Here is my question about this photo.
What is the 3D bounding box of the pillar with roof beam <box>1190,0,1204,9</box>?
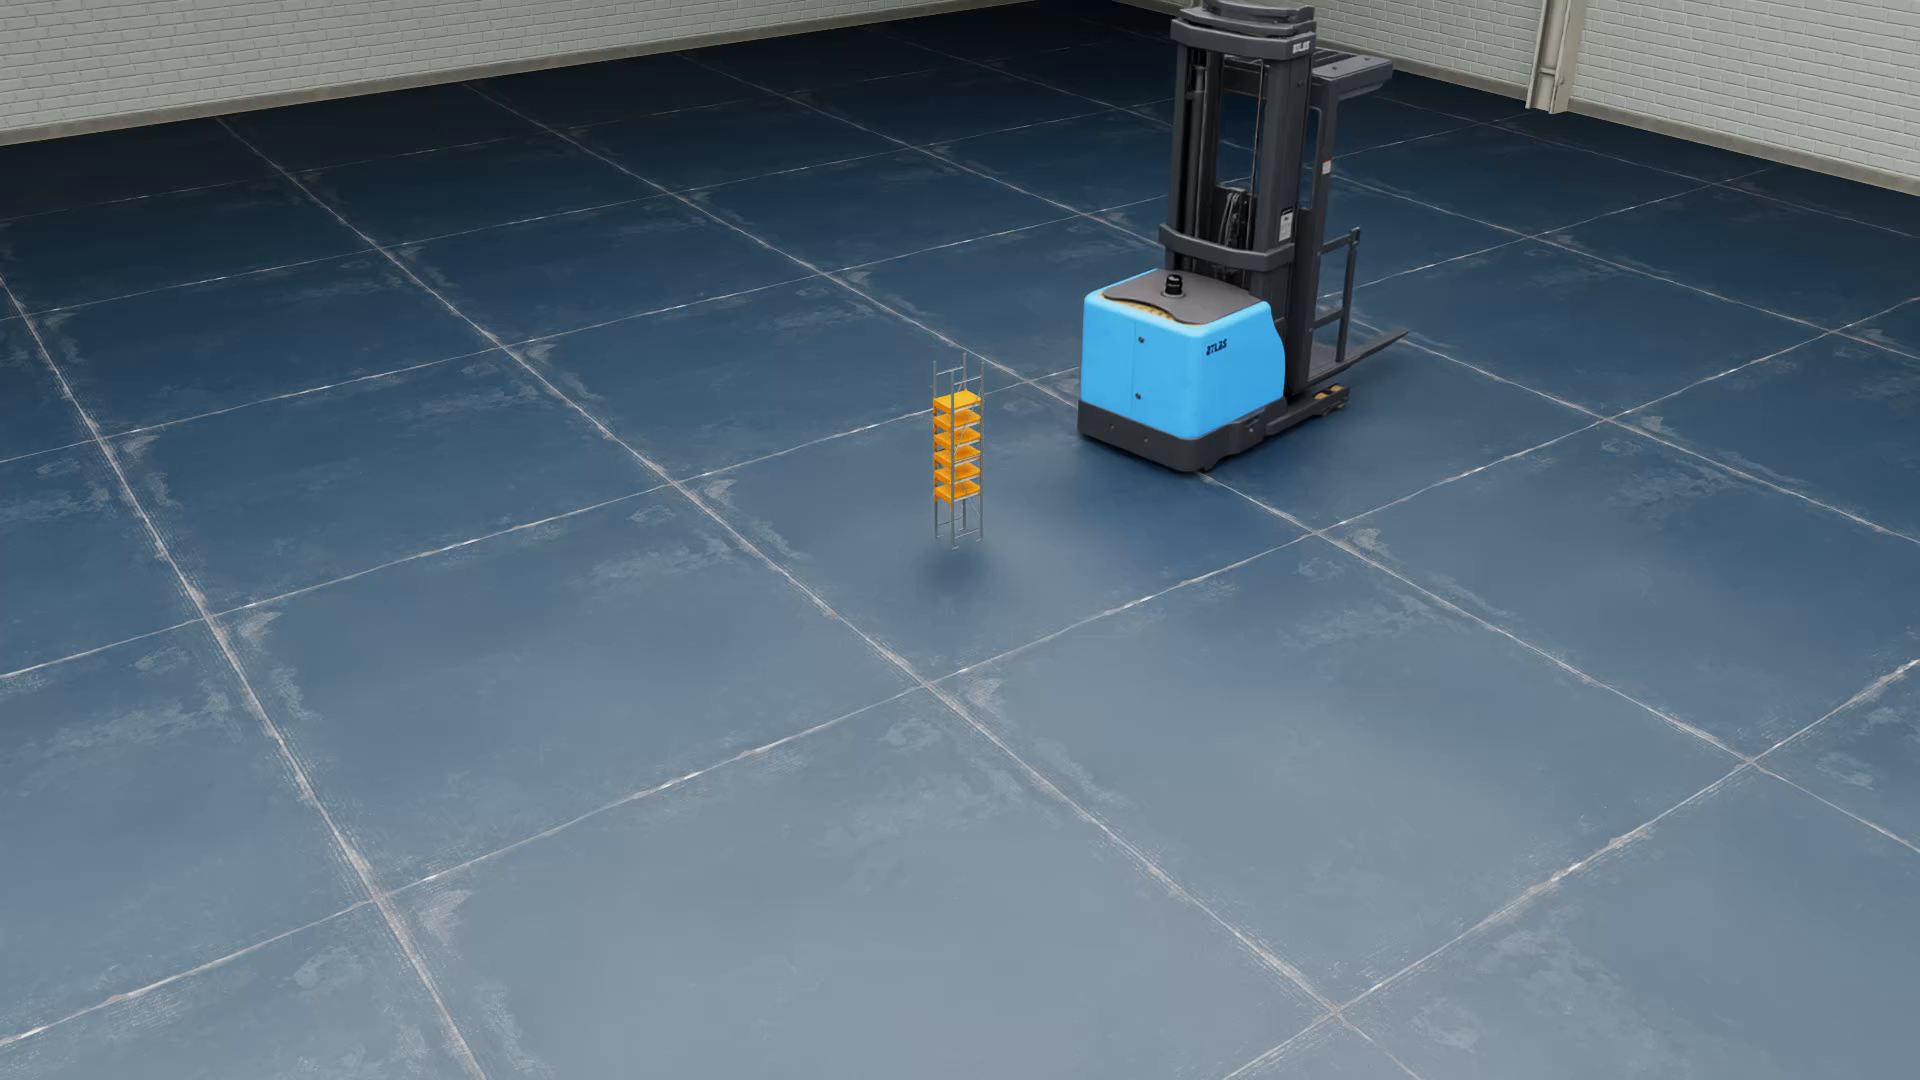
[{"bbox_3d":[0.083,-10.290,19.995,9.100,9.000,0.400,-19,34,-31],"label":"pillar with roof beam"}]

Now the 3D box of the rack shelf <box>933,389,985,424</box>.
[{"bbox_3d":[-0.008,-0.810,10.050,0.258,0.103,0.180,-19,34,-31],"label":"rack shelf"}]

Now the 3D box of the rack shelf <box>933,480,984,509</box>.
[{"bbox_3d":[-0.008,-0.283,10.336,0.258,0.103,0.180,-19,34,-31],"label":"rack shelf"}]

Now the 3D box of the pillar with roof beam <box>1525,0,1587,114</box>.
[{"bbox_3d":[3.564,-7.957,15.700,9.100,9.000,0.400,-19,34,-31],"label":"pillar with roof beam"}]

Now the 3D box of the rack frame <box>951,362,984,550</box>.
[{"bbox_3d":[0.045,-0.497,10.135,0.240,1.200,0.006,-19,34,-31],"label":"rack frame"}]

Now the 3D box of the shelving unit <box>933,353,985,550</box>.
[{"bbox_3d":[-0.008,-0.533,10.201,0.258,1.200,0.189,-19,34,-31],"label":"shelving unit"}]

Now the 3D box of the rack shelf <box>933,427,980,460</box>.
[{"bbox_3d":[-0.008,-0.599,10.165,0.258,0.103,0.180,-19,34,-31],"label":"rack shelf"}]

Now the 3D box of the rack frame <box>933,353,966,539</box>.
[{"bbox_3d":[-0.061,-0.568,10.266,0.240,1.200,0.006,-19,34,-31],"label":"rack frame"}]

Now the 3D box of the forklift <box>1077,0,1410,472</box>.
[{"bbox_3d":[2.230,-2.348,11.729,3.031,2.935,1.130,-25,37,-38],"label":"forklift"}]

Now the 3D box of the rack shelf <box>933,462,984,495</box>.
[{"bbox_3d":[-0.008,-0.388,10.279,0.258,0.103,0.180,-19,34,-31],"label":"rack shelf"}]

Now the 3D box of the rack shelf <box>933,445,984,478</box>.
[{"bbox_3d":[-0.008,-0.494,10.222,0.258,0.103,0.180,-19,34,-31],"label":"rack shelf"}]

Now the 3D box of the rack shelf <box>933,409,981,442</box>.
[{"bbox_3d":[-0.008,-0.705,10.107,0.258,0.103,0.180,-19,34,-31],"label":"rack shelf"}]
